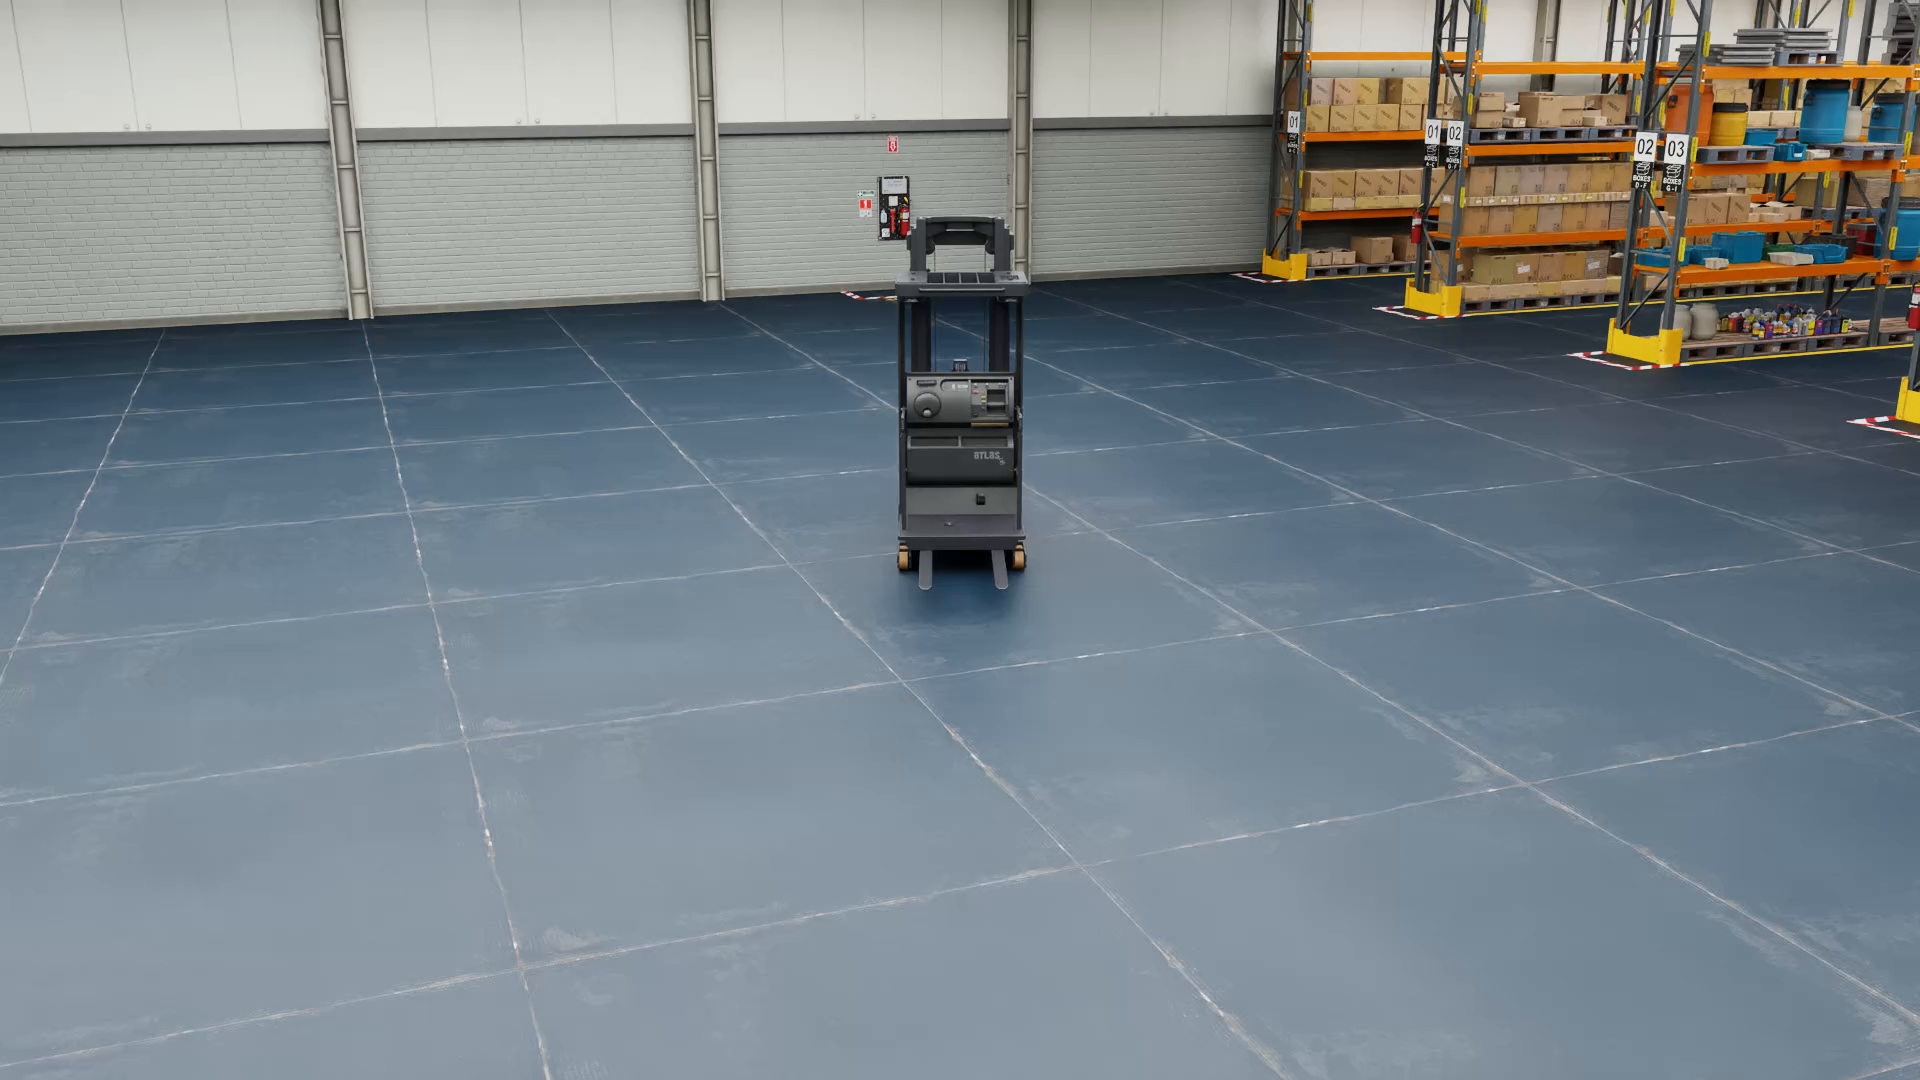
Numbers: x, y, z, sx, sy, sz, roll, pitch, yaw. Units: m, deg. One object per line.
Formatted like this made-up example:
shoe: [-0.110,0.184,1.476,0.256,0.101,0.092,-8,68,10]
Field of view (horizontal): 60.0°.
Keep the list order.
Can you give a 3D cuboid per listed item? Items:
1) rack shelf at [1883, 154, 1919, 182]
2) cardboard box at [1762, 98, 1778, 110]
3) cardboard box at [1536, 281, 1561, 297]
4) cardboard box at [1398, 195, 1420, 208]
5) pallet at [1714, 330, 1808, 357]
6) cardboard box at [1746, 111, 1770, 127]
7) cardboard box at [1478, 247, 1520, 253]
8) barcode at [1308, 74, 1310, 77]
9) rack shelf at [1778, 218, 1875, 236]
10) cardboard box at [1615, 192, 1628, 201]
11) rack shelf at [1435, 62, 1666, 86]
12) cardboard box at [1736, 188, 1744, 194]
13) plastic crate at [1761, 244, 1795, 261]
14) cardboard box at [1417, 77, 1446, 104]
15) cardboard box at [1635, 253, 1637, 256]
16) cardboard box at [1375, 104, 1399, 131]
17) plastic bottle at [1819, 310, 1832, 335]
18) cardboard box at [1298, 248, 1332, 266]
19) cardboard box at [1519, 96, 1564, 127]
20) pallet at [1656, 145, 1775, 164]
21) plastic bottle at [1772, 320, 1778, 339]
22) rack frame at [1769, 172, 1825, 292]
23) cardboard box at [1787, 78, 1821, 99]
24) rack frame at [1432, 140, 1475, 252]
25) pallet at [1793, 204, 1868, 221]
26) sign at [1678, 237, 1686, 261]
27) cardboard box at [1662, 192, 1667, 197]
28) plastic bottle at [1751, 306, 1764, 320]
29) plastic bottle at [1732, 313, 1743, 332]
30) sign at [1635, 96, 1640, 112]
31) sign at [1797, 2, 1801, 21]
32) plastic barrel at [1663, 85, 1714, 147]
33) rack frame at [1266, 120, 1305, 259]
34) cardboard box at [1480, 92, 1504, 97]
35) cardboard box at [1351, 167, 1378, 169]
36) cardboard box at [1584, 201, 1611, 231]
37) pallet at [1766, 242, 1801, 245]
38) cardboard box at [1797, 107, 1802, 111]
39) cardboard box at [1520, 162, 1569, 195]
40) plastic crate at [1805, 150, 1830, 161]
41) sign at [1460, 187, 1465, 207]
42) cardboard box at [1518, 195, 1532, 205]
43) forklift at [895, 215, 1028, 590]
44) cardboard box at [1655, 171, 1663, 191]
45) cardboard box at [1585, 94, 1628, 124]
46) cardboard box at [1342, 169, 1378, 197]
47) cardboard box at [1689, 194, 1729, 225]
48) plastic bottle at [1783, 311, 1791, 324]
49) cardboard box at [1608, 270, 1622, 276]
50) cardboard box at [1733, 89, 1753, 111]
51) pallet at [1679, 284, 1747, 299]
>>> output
rack shelf: [15.534,-5.788,25.591,4.000,0.370,1.077,-6,17,-20]
cardboard box: [18.147,-9.653,36.819,0.500,0.250,0.500,-6,17,-20]
cardboard box: [10.144,-4.422,29.118,0.500,0.250,0.500,-6,17,-20]
cardboard box: [8.856,-6.807,33.336,0.500,0.250,0.500,-6,17,-20]
pallet: [11.884,-2.974,25.003,1.213,0.211,1.003,-6,17,-20]
cardboard box: [14.208,-7.596,29.989,0.500,0.250,0.500,-7,18,-21]
cardboard box: [9.485,-4.872,29.321,0.500,0.500,0.500,-6,17,-20]
barcode: [6.871,-9.154,32.758,0.075,0.075,0.001,-6,17,-20]
rack shelf: [17.501,-6.056,31.826,4.000,0.370,1.077,-6,17,-20]
cardboard box: [11.489,-6.047,29.191,0.250,0.149,0.380,-7,18,-21]
rack shelf: [10.030,-7.936,28.291,4.000,0.370,1.077,-6,17,-20]
cardboard box: [16.893,-7.641,36.355,0.250,0.149,0.380,-6,17,-18]
plastic crate: [12.298,-4.329,25.042,0.662,0.188,0.450,-6,17,-20]
cardboard box: [9.240,-8.896,32.908,0.500,0.500,0.500,-5,17,-17]
cardboard box: [12.657,-5.118,30.494,0.500,0.311,0.500,-6,17,-19]
cardboard box: [8.279,-8.319,32.717,0.500,0.500,0.500,-5,17,-17]
plastic bottle: [12.989,-3.273,24.992,0.185,0.351,0.144,-7,18,-23]
cardboard box: [7.065,-5.663,33.202,0.500,0.311,0.500,-8,18,-26]
cardboard box: [9.811,-7.244,28.101,0.500,0.500,0.500,-6,17,-20]
pallet: [10.739,-5.496,23.653,1.213,0.211,1.003,-6,17,-20]
plastic bottle: [12.056,-3.127,24.636,0.097,0.271,0.097,0,16,0]
rack frame: [15.633,-6.200,31.038,0.127,3.000,1.000,-6,17,-20]
cardboard box: [18.358,-9.881,36.262,0.500,0.500,0.500,-6,18,-21]
rack frame: [10.122,-7.099,34.102,0.127,3.000,1.000,-6,17,-20]
pallet: [16.241,-6.194,31.361,1.003,0.211,1.213,-6,17,-20]
sign: [10.124,-4.077,23.319,0.005,0.325,0.100,-6,17,-20]
cardboard box: [14.955,-7.449,35.704,0.250,0.149,0.380,-6,18,-21]
plastic bottle: [12.191,-3.399,25.421,0.185,0.351,0.144,-6,18,-21]
plastic bottle: [11.773,-3.288,25.163,0.133,0.283,0.061,-6,17,-20]
sign: [14.049,-9.047,34.493,0.005,0.325,0.100,-6,17,-20]
sign: [15.430,-9.706,30.533,0.005,0.325,0.100,-6,17,-20]
plastic barrel: [10.340,-6.019,23.591,0.708,0.830,0.600,-6,17,-20]
rack frame: [6.387,-6.696,32.729,0.127,3.000,1.000,-6,17,-20]
cardboard box: [10.661,-8.822,33.722,0.500,0.500,0.500,-4,17,-12]
cardboard box: [8.176,-7.249,33.512,0.500,0.500,0.500,-6,17,-19]
cardboard box: [10.996,-5.743,29.306,0.500,0.500,0.700,-6,18,-21]
pallet: [18.330,-6.624,37.432,1.213,0.211,1.003,-6,17,-20]
cardboard box: [16.028,-7.740,30.781,0.500,0.500,0.910,-6,17,-20]
cardboard box: [10.080,-6.269,28.793,0.500,0.500,0.700,-6,17,-20]
plastic crate: [12.313,-5.537,23.927,0.396,0.136,0.243,-6,17,-20]
sign: [8.356,-5.700,27.659,0.005,0.325,0.100,-6,17,-20]
cardboard box: [9.570,-5.840,28.484,0.250,0.149,0.380,-7,18,-22]
forklift: [0.009,-1.231,14.239,1.130,2.935,3.031,0,16,-1]
cardboard box: [14.894,-7.735,35.525,0.500,0.500,0.500,-6,17,-18]
cardboard box: [11.333,-7.571,29.213,0.500,0.500,0.500,-5,17,-16]
cardboard box: [7.890,-7.060,32.868,0.500,0.500,0.500,-7,18,-22]
cardboard box: [13.580,-6.021,30.253,0.500,0.500,0.500,-6,17,-20]
plastic bottle: [12.672,-3.376,25.485,0.097,0.271,0.097,0,16,0]
cardboard box: [12.181,-4.797,30.395,0.500,0.250,0.500,-6,18,-21]
cardboard box: [16.731,-9.544,36.146,0.500,0.500,0.700,-7,18,-23]
pallet: [13.713,-4.667,30.768,1.213,0.211,1.003,-6,17,-20]
